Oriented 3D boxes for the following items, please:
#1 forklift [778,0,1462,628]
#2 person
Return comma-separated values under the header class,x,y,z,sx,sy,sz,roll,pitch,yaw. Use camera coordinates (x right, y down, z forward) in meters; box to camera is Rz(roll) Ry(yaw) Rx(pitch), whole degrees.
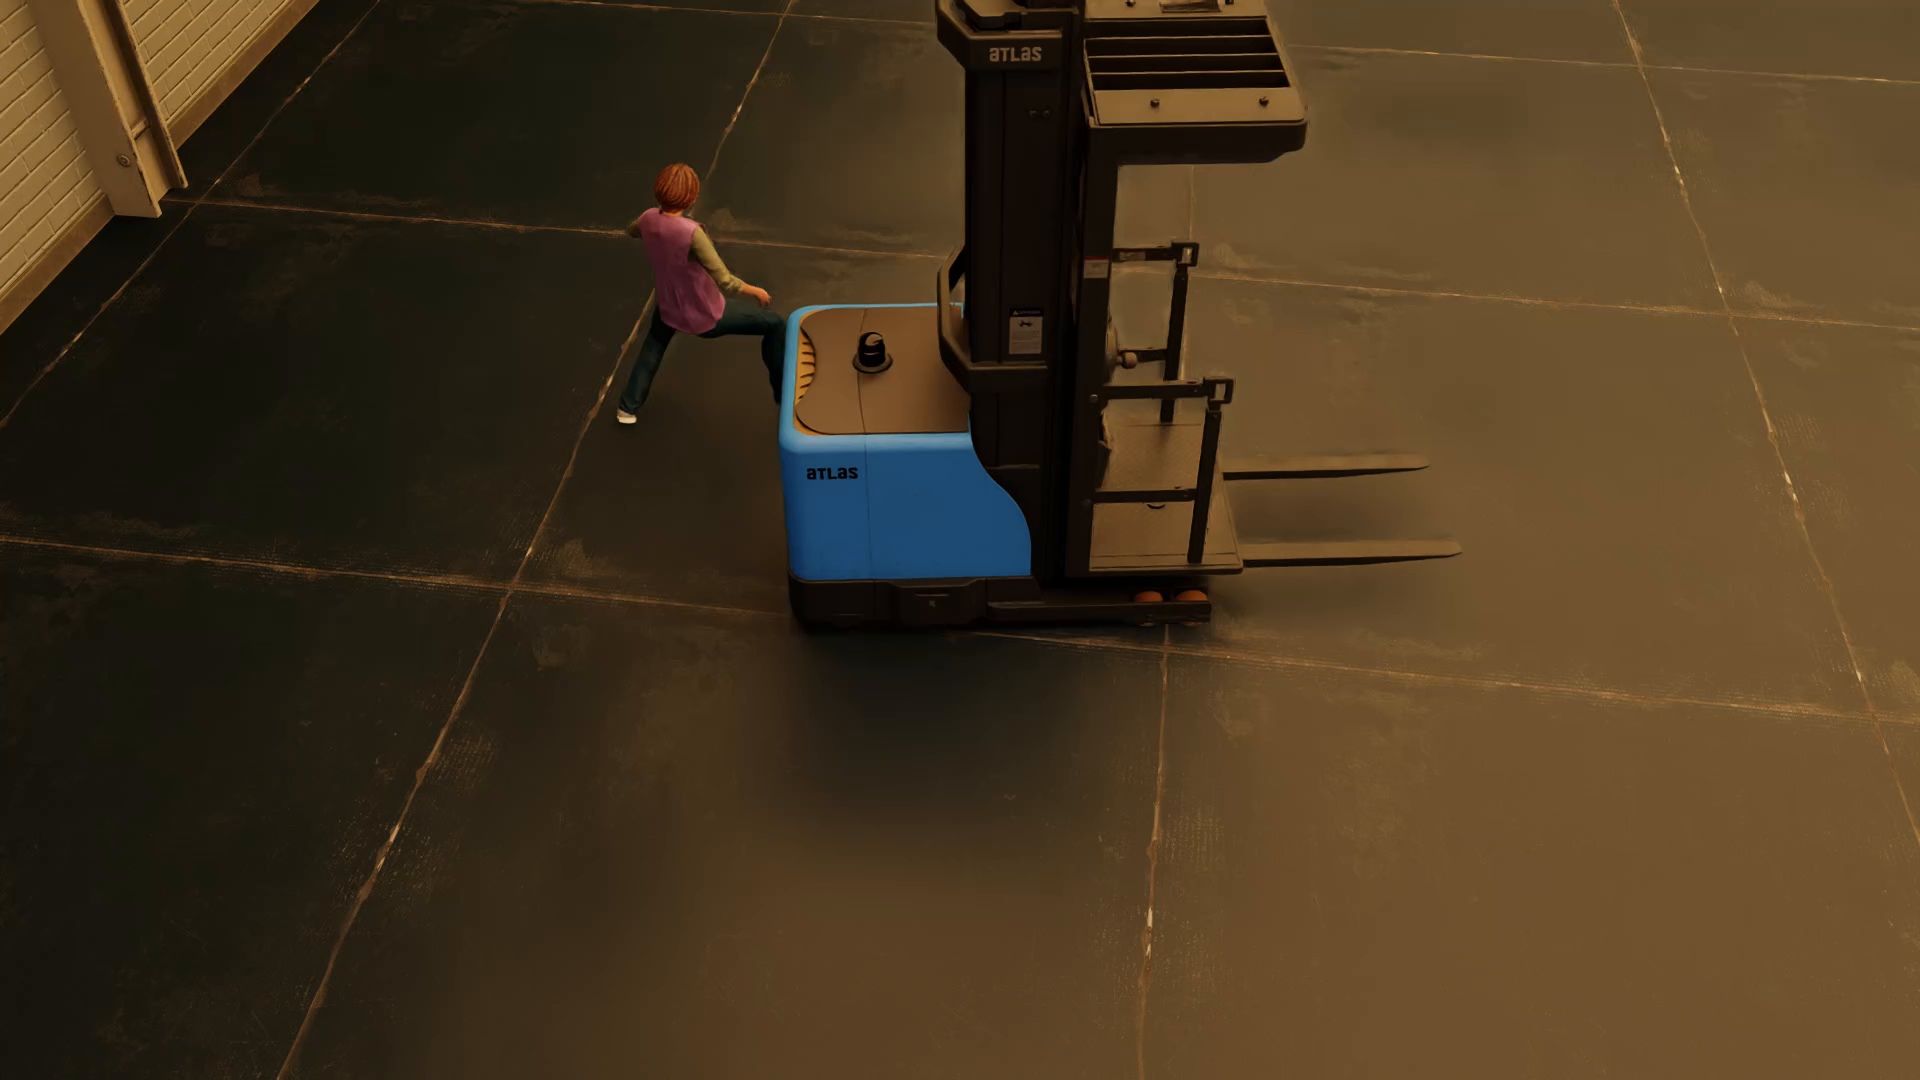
class,x,y,z,sx,sy,sz,roll,pitch,yaw
forklift,0.743,-1.050,6.867,3.031,2.935,1.130,-1,43,-1
person,-1.293,-1.205,8.194,0.871,1.468,0.825,26,48,25
